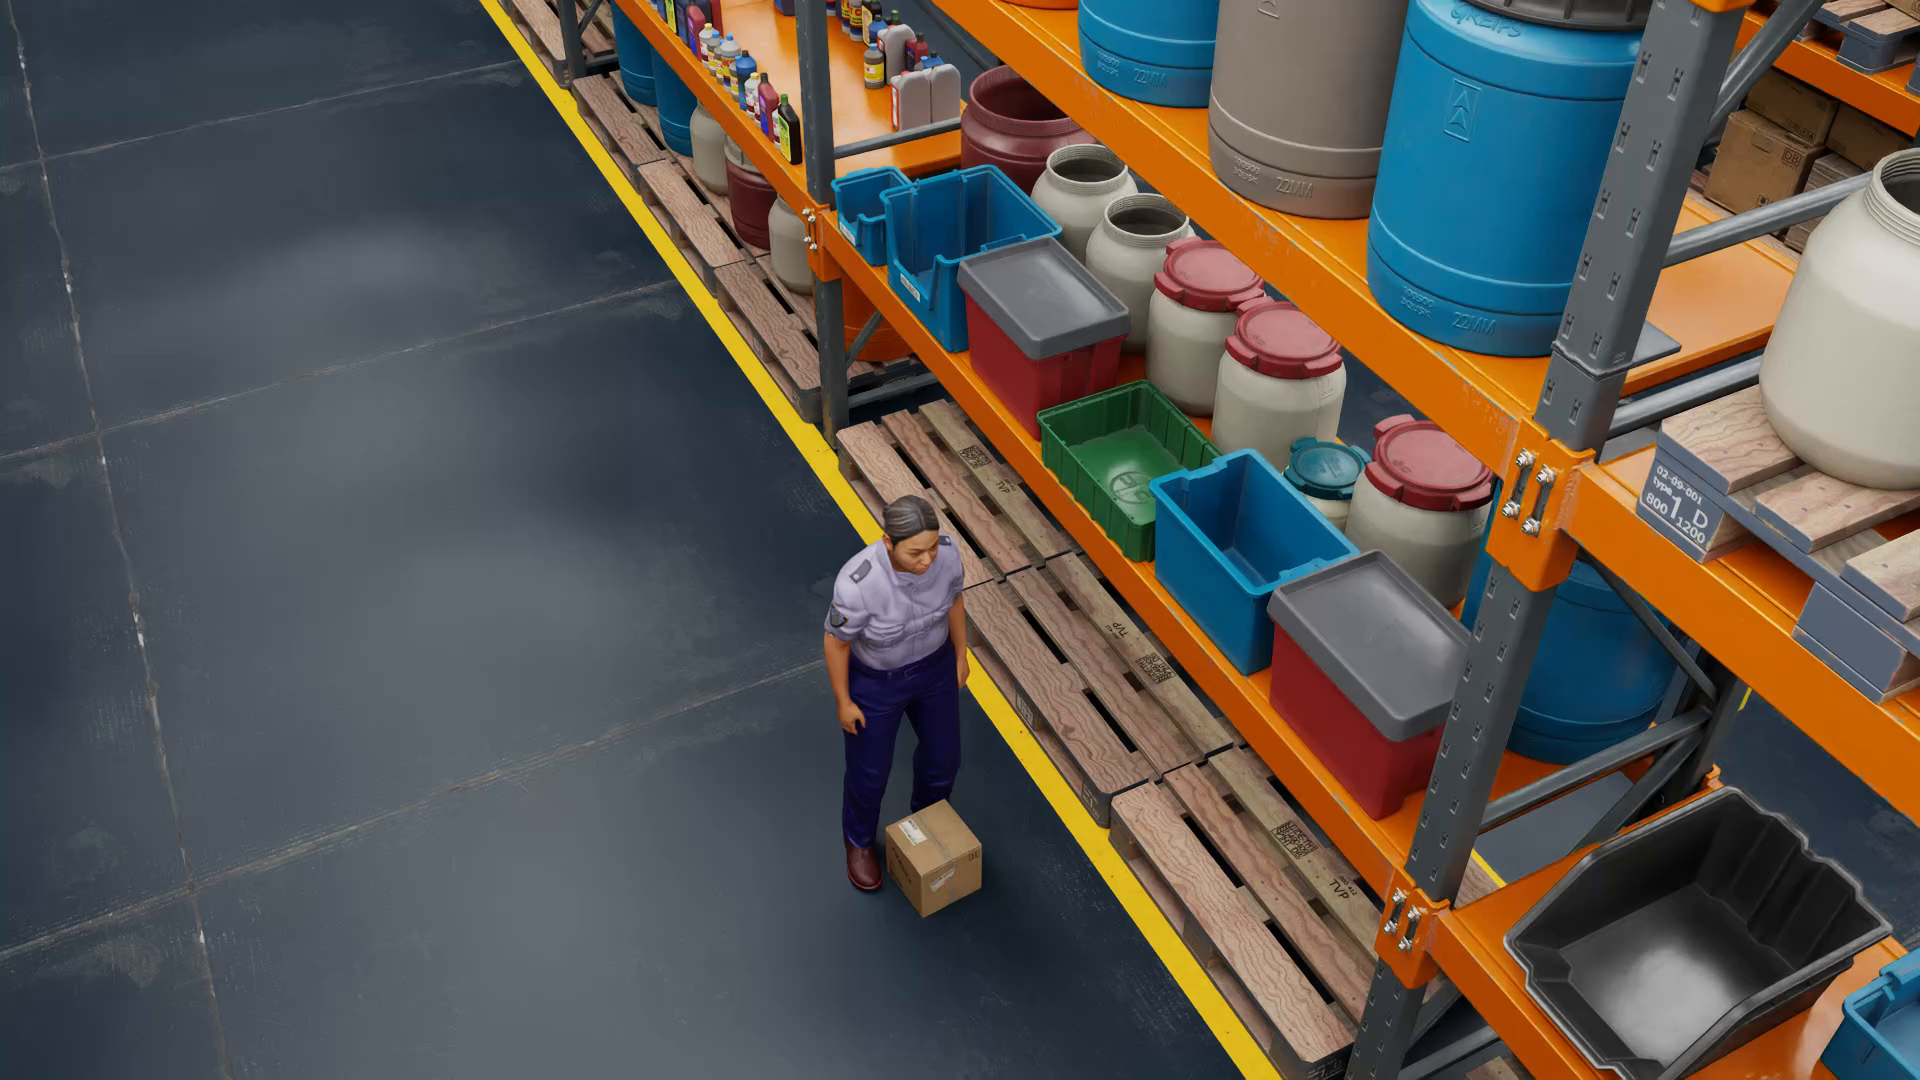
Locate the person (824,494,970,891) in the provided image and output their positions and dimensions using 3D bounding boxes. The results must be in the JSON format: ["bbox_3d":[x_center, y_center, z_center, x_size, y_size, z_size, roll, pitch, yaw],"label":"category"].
[{"bbox_3d":[-0.194,0.489,5.613,0.544,1.651,0.424,-21,46,-22],"label":"person"}]
